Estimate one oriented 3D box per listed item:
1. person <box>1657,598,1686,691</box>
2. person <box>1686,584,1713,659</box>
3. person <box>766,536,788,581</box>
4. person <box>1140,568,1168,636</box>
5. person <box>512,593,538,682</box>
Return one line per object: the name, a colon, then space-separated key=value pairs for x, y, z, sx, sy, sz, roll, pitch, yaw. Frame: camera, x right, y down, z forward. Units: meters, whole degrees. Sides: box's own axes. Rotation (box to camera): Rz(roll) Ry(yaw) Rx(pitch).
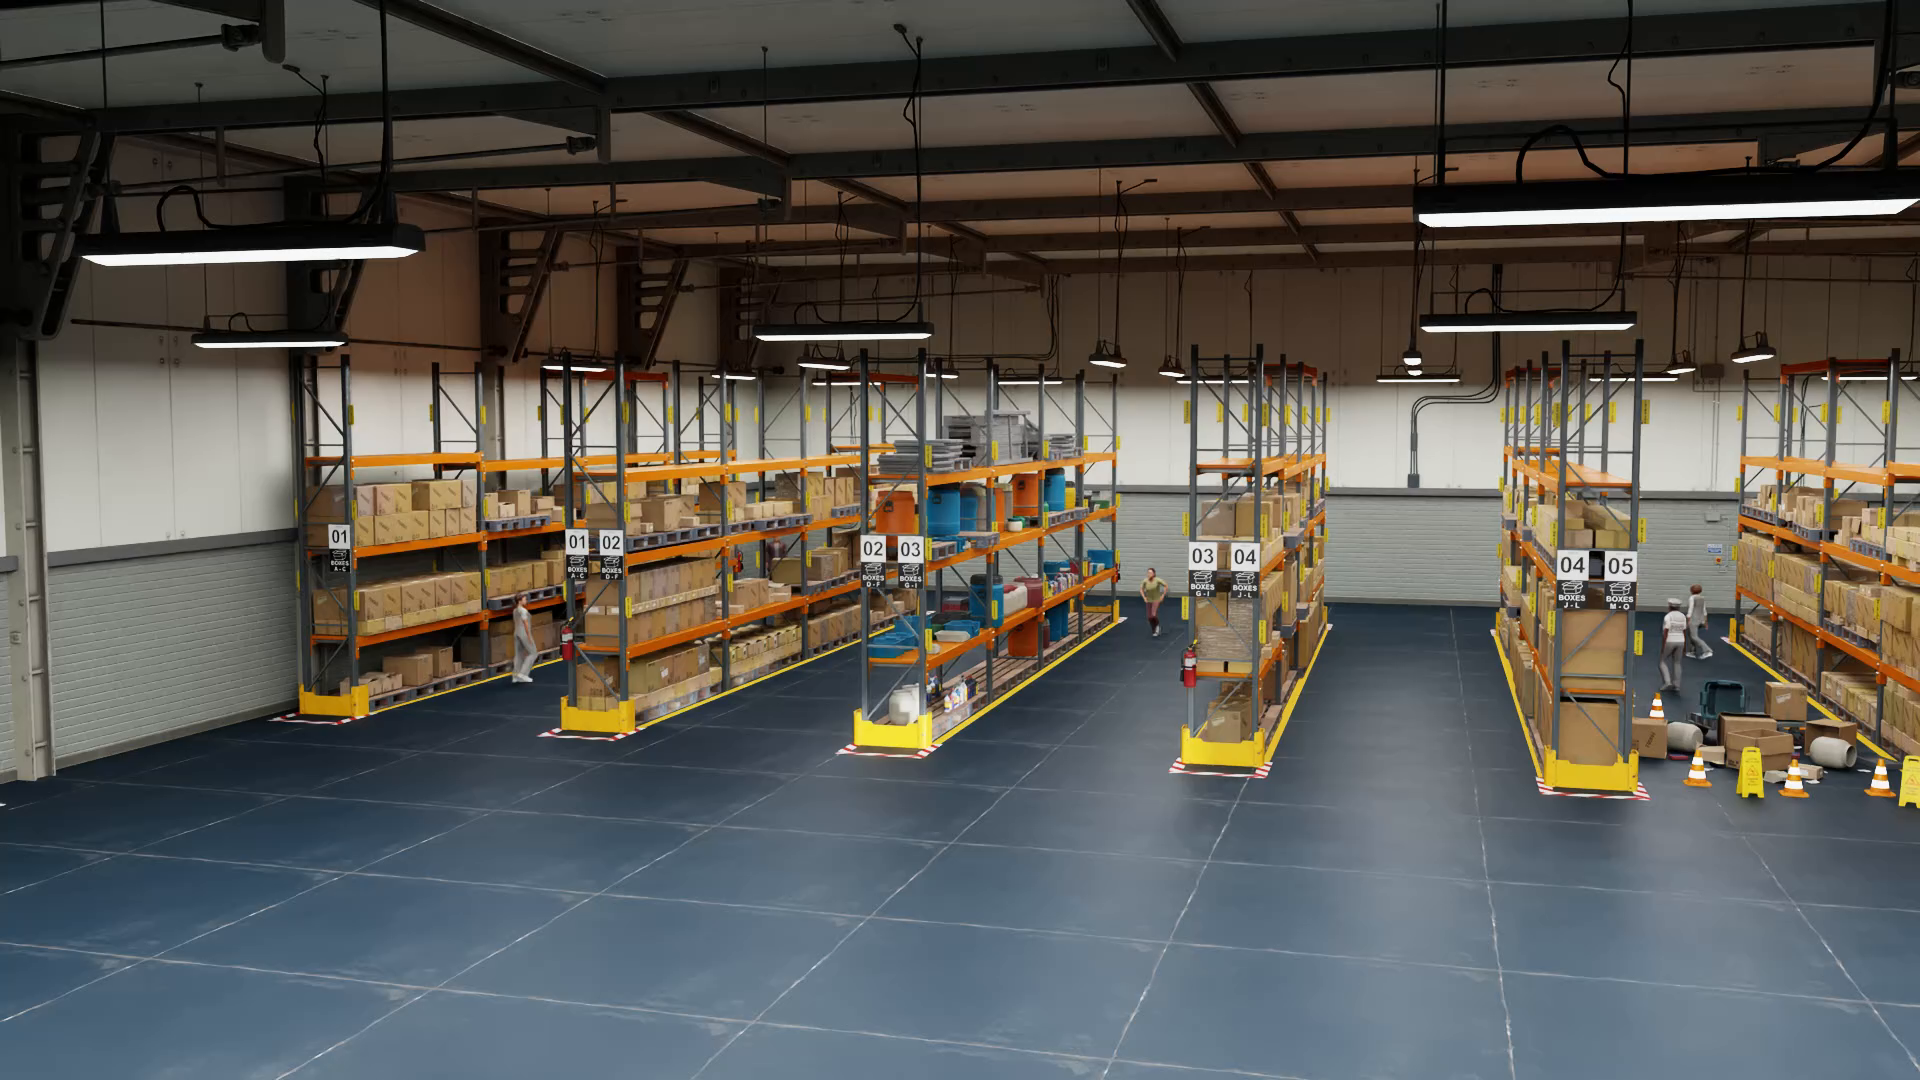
person: x=12.962 y=1.916 z=30.237 sx=0.500 sy=1.718 sz=0.373 roll=-1 pitch=4 yaw=-11
person: x=15.092 y=1.669 z=33.967 sx=0.466 sy=1.532 sz=0.833 roll=-2 pitch=5 yaw=-20
person: x=-5.044 y=0.692 z=45.829 sx=0.653 sy=1.792 sz=0.969 roll=-1 pitch=4 yaw=-9
person: x=4.393 y=1.401 z=37.584 sx=0.609 sy=1.576 sz=0.684 roll=2 pitch=5 yaw=26
person: x=-8.194 y=1.826 z=31.113 sx=0.546 sy=1.655 sz=0.438 roll=3 pitch=5 yaw=38
